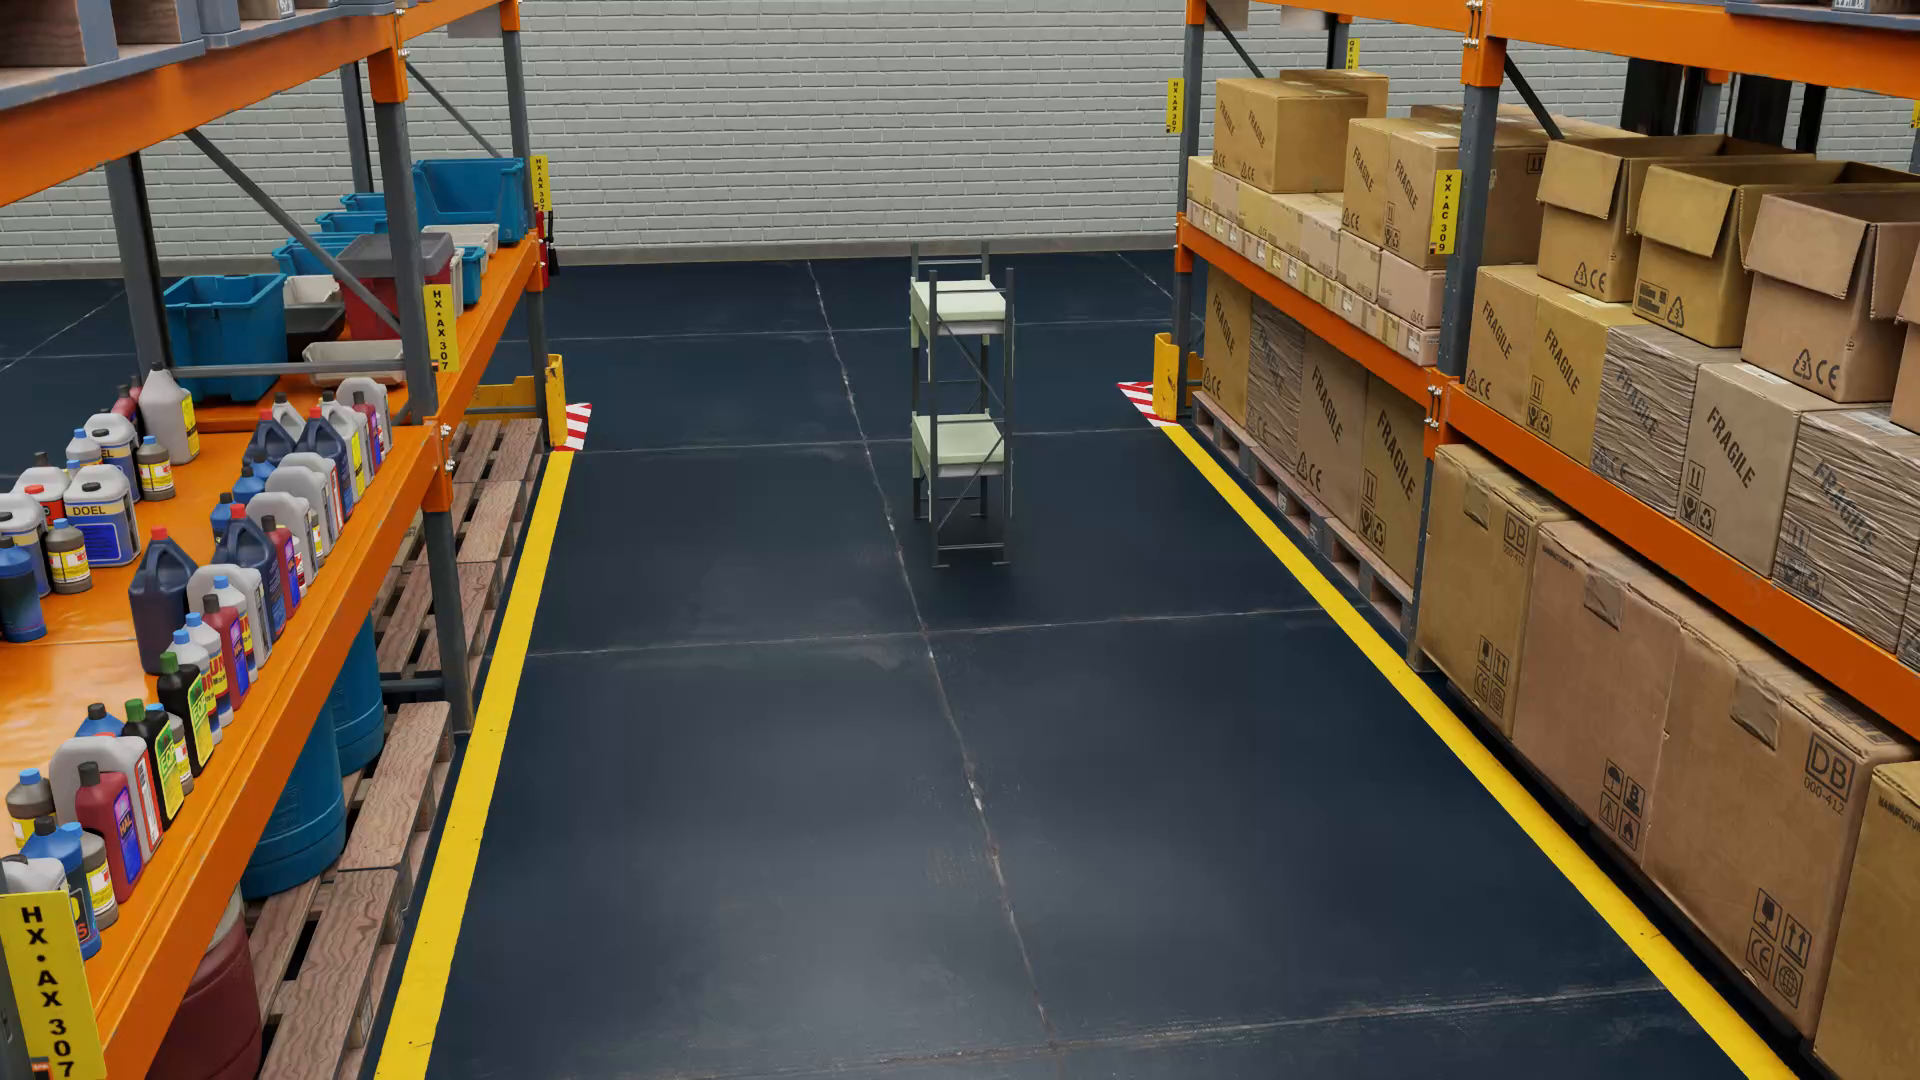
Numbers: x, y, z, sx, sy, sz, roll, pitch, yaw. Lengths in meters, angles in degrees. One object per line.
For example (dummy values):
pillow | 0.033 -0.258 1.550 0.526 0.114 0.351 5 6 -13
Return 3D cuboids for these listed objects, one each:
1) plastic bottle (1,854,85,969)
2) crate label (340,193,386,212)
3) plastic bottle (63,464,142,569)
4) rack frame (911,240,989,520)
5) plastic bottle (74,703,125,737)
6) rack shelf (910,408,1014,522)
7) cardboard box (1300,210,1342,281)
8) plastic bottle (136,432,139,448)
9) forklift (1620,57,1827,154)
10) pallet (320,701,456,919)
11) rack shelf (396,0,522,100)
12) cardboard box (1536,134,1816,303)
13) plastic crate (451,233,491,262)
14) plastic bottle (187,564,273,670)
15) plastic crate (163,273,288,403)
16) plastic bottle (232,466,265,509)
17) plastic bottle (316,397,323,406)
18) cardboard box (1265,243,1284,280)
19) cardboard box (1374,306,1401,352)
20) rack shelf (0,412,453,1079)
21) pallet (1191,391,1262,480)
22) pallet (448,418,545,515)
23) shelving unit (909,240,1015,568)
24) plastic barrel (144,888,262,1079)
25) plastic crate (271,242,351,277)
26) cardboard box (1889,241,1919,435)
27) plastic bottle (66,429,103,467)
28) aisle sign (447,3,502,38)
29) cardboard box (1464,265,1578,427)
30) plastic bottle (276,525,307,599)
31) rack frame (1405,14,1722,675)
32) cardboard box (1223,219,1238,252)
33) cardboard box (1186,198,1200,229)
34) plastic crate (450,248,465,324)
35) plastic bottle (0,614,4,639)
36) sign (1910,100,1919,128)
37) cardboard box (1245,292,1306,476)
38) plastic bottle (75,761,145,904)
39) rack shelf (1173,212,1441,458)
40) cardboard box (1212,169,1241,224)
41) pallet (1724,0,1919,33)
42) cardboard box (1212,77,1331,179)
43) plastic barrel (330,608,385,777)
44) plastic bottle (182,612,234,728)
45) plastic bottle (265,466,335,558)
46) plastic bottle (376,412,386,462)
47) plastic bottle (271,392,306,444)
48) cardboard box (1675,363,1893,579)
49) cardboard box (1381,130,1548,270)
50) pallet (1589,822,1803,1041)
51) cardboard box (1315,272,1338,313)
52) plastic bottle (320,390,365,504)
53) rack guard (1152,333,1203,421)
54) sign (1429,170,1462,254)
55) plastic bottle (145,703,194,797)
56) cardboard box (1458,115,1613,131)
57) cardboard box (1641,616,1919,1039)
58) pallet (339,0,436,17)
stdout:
plastic bottle | -1.616 0.656 2.849 0.152 0.276 0.135 -3 21 -8
crate label | -3.317 -1.853 9.544 0.416 0.233 0.303 -3 21 -8
plastic bottle | -2.477 -0.070 4.794 0.152 0.276 0.135 -3 21 -8
rack frame | -0.052 -0.827 8.787 0.400 1.500 0.023 -3 21 -8
plastic bottle | -1.733 0.460 3.381 0.097 0.271 0.097 0 20 0
rack shelf | 0.001 -0.395 8.562 0.431 0.370 0.720 -3 21 -8
cardboard box | 1.977 -1.435 8.060 0.500 0.250 0.500 -2 21 -7
plastic bottle | -2.766 -0.294 5.499 0.097 0.201 0.097 0 20 0
forklift | 4.448 -1.840 9.453 1.130 2.935 3.031 -3 21 -9
pallet | -2.380 0.955 5.857 1.003 0.211 1.213 -3 21 -8
rack shelf | -2.739 -2.381 7.545 1.077 0.370 4.000 -3 21 -8
cardboard box | 2.551 -1.166 5.975 0.797 0.503 0.637 -3 21 -9
plastic crate | -2.703 -1.536 8.832 0.396 0.136 0.243 -3 21 -8
plastic bottle | -1.816 0.176 4.134 0.152 0.276 0.135 -3 21 -8
plastic crate | -2.855 -0.785 6.469 0.392 0.384 0.575 -3 21 -8
plastic bottle | -2.050 -0.080 4.826 0.097 0.271 0.097 0 20 0
plastic bottle | -2.195 -0.394 5.769 0.097 0.201 0.097 0 20 0
cardboard box | 1.822 -1.465 8.712 0.380 0.149 0.250 -3 21 -9
cardboard box | 2.045 -0.931 7.280 0.380 0.149 0.250 -3 21 -7
rack shelf | -2.162 0.409 4.362 1.077 0.370 4.000 -3 21 -8
pallet | 2.067 -0.676 10.224 1.003 0.211 1.213 -3 21 -8
pallet | -2.947 -0.412 9.516 1.003 0.211 1.213 -3 21 -8
shelving unit | 0.001 -0.700 8.448 0.431 1.500 0.755 -3 21 -8
plastic barrel | -2.124 1.138 4.229 0.600 0.588 0.708 -3 21 -8
plastic crate | -3.084 -1.293 8.045 0.416 0.233 0.300 -3 21 -8
cardboard box | 2.847 -0.482 4.142 0.797 0.503 0.637 -2 21 -6
plastic bottle | -2.718 -0.212 5.182 0.097 0.271 0.097 0 20 0
aisle sign | -2.748 -3.263 9.450 0.394 0.787 0.004 -3 21 -8
cardboard box | 2.270 -0.745 6.281 0.500 0.500 0.500 -3 21 -8
plastic bottle | -1.852 0.060 4.554 0.097 0.201 0.097 0 20 0
rack frame | 2.451 -0.870 6.759 1.000 3.000 0.127 -3 21 -8
cardboard box | 1.713 -1.730 9.421 0.380 0.149 0.250 -3 21 -9
cardboard box | 1.599 -1.998 10.137 0.380 0.149 0.250 -3 21 -7
plastic crate | -2.488 -1.131 7.541 0.437 0.282 0.530 -3 21 -8
plastic bottle | -2.547 0.106 4.216 0.144 0.351 0.185 -3 21 -8
sign | 6.260 -2.848 10.818 0.100 0.325 0.005 -3 21 -8
cardboard box | 2.177 -0.924 9.339 0.875 0.875 0.875 -3 21 -8
plastic bottle | -1.619 0.537 3.158 0.061 0.283 0.133 -3 21 -8
rack shelf | 2.162 -1.226 8.739 1.077 0.370 4.000 -3 21 -8
cardboard box | 1.758 -1.965 9.479 0.500 0.250 0.500 -3 21 -8
pallet | 2.718 -1.409 4.185 1.003 0.211 1.213 -2 21 -5
cardboard box | 1.748 -2.323 9.365 0.500 0.500 0.500 -3 21 -9
plastic barrel | -2.389 0.355 5.877 0.600 0.901 0.708 -3 21 -8
plastic bottle | -1.739 0.297 3.817 0.097 0.271 0.097 0 20 0
plastic bottle | -1.929 -0.094 4.859 0.152 0.276 0.135 -3 21 -8
plastic bottle | -2.030 -0.368 5.699 0.097 0.201 0.097 0 20 0
plastic bottle | -2.137 -0.288 5.271 0.144 0.351 0.185 -3 21 -8
cardboard box | 2.494 -0.219 4.873 0.500 0.500 0.500 -3 21 -7
cardboard box | 2.120 -1.436 6.992 0.500 0.500 0.500 -2 21 -6
pallet | 2.816 1.123 5.408 1.003 0.211 1.213 -3 21 -8
cardboard box | 1.934 -1.198 7.995 0.380 0.149 0.250 -3 21 -7
plastic bottle | -1.994 -0.296 5.291 0.144 0.351 0.185 -3 21 -8
rack guard | 1.871 -1.092 10.927 1.175 0.500 0.348 -3 21 -8
sign | 1.902 -1.284 6.517 0.100 0.325 0.005 -3 21 -8
plastic bottle | -1.692 0.444 3.525 0.097 0.201 0.097 0 20 0
cardboard box | 2.571 -1.640 7.538 0.500 0.500 0.500 -3 21 -8
cardboard box | 2.828 0.764 4.819 1.225 0.875 0.875 -3 21 -8
pallet | -2.241 -1.671 4.885 1.213 0.211 1.003 -3 21 -8
